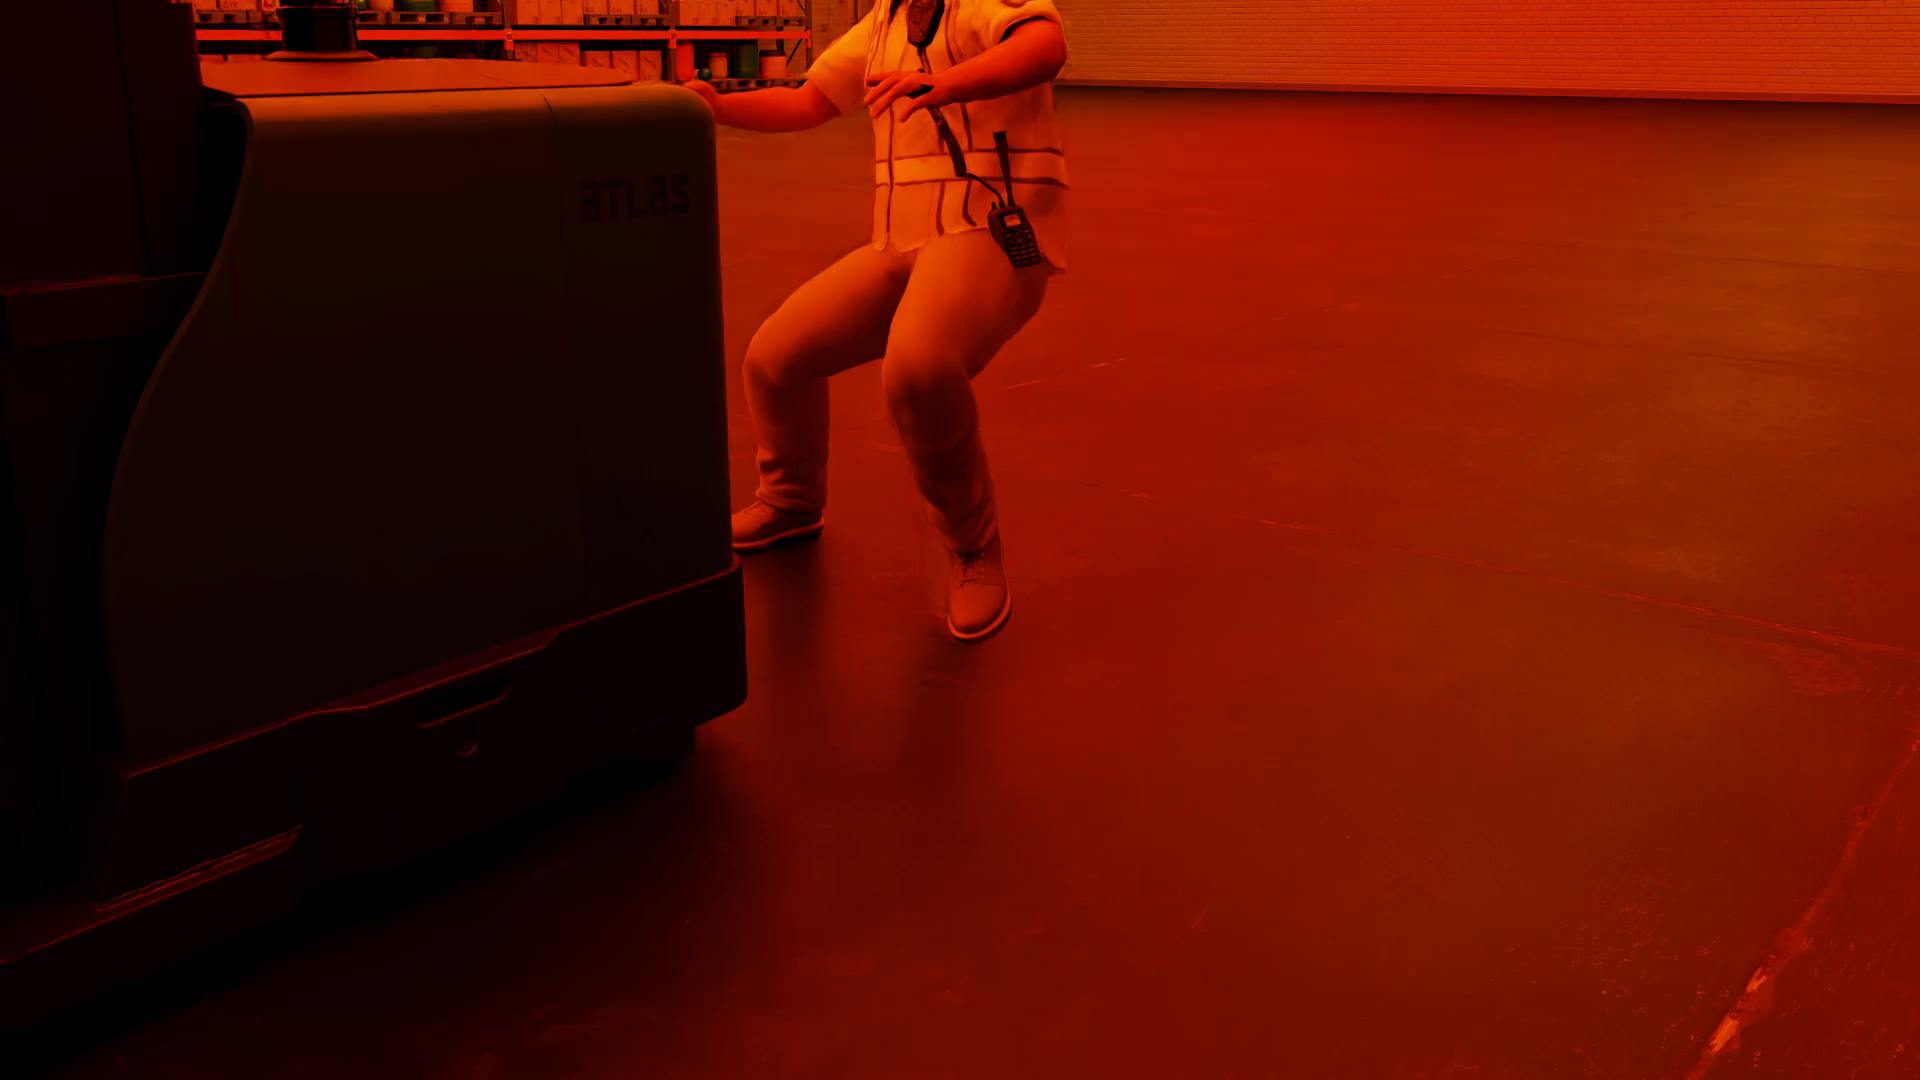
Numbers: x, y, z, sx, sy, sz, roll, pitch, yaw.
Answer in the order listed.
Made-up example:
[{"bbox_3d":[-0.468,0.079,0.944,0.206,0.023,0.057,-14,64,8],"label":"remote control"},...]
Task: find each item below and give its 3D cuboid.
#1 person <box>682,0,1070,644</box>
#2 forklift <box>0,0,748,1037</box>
[{"bbox_3d":[-0.166,-0.635,3.392,0.787,1.530,1.006,-10,19,-29],"label":"person"},{"bbox_3d":[-1.666,-0.821,1.600,1.130,2.935,3.031,13,21,36],"label":"forklift"}]
